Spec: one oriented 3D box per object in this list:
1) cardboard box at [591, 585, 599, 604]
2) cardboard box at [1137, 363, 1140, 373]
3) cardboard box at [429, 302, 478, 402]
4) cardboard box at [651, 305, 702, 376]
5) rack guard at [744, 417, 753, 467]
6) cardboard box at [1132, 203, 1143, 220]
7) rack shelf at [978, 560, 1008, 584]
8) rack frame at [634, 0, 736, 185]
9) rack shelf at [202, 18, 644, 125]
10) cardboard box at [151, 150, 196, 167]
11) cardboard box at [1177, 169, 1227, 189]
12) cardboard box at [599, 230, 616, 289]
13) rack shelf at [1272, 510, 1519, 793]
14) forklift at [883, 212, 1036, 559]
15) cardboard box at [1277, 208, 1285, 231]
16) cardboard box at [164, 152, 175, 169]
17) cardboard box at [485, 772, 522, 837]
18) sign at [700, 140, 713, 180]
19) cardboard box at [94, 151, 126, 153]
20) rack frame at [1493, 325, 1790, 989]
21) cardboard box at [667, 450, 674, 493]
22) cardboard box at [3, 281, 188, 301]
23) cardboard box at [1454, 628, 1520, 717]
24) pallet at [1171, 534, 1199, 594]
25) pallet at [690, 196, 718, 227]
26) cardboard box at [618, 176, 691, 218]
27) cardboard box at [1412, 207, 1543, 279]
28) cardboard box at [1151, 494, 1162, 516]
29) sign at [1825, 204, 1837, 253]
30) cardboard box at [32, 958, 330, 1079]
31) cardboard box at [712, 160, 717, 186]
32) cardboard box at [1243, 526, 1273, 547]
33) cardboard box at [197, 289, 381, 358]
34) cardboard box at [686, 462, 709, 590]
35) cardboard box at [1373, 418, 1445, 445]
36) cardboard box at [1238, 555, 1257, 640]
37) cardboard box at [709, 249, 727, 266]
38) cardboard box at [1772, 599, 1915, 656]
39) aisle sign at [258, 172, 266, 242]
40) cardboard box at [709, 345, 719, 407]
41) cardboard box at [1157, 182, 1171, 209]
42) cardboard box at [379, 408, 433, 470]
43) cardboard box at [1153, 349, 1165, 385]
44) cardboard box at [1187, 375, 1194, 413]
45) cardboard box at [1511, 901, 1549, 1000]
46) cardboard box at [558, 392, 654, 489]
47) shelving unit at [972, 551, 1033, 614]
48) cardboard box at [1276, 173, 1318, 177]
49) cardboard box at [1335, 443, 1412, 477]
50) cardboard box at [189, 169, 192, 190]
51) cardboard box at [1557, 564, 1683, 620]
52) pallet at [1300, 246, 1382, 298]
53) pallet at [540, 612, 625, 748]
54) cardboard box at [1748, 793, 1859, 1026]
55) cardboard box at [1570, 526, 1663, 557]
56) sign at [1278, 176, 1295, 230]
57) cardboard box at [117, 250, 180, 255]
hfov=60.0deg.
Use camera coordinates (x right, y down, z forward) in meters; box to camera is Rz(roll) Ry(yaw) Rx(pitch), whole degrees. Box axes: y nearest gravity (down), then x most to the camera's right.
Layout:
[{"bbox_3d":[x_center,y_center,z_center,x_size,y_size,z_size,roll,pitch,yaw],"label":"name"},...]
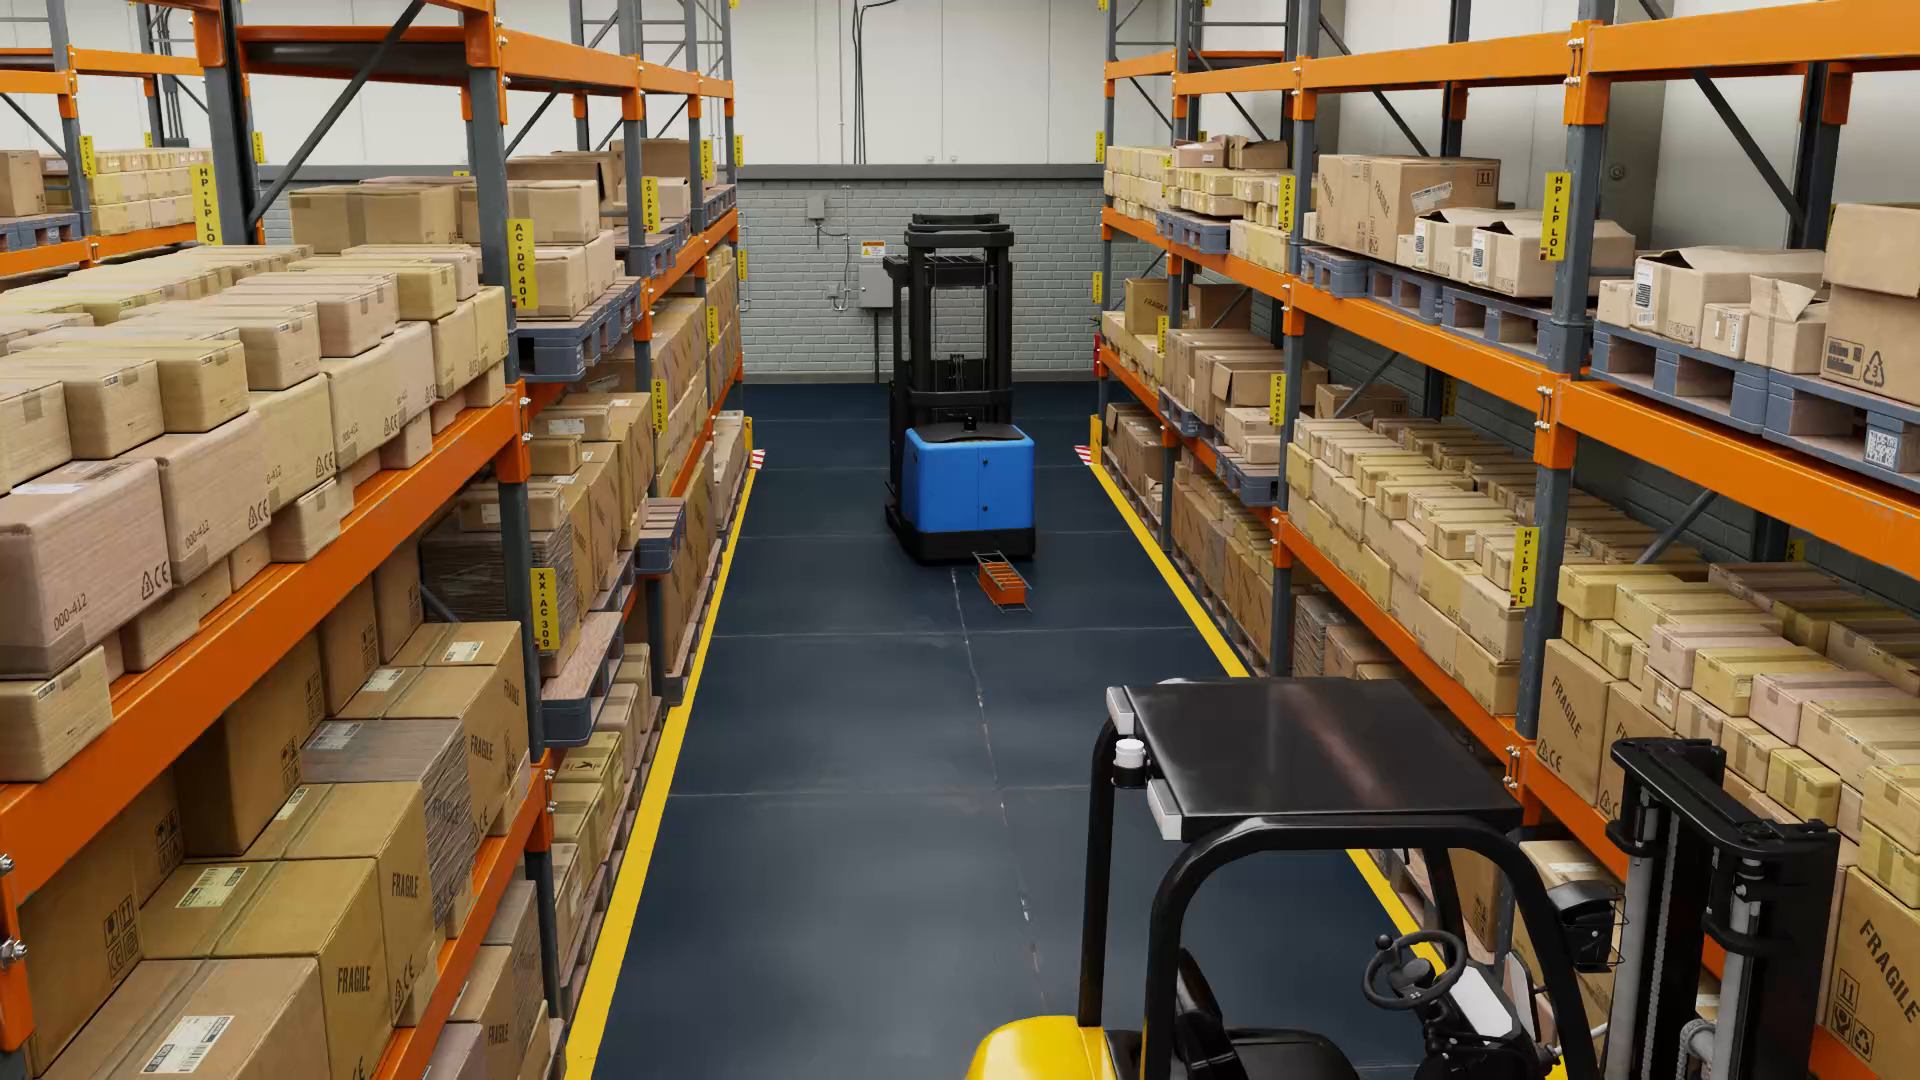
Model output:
[{"bbox_3d":[-1.962,0.216,8.051,0.380,0.149,0.250,-1,14,-3],"label":"cardboard box"},{"bbox_3d":[1.954,-1.707,16.369,0.380,0.149,0.250,-1,14,-4],"label":"cardboard box"},{"bbox_3d":[-1.826,-0.595,5.227,0.500,0.250,0.500,-1,14,-4],"label":"cardboard box"},{"bbox_3d":[-2.332,-1.589,13.197,0.500,0.500,0.500,-1,14,-2],"label":"cardboard box"},{"bbox_3d":[-2.899,-1.082,18.452,1.175,0.500,0.348,-1,14,-3],"label":"rack guard"},{"bbox_3d":[1.862,-3.168,16.026,0.380,0.149,0.250,-1,14,-2],"label":"cardboard box"},{"bbox_3d":[0.277,0.265,13.832,0.258,0.180,0.103,-3,15,-11],"label":"rack shelf"},{"bbox_3d":[-2.898,-5.192,17.369,1.000,3.000,0.127,-1,14,-3],"label":"rack frame"},{"bbox_3d":[-2.278,-2.163,7.843,1.077,0.370,4.000,-1,14,-3],"label":"rack shelf"},{"bbox_3d":[-7.471,-3.603,15.712,0.380,0.149,0.250,-1,14,-2],"label":"cardboard box"},{"bbox_3d":[1.946,-2.886,13.291,0.380,0.149,0.250,-1,14,-4],"label":"cardboard box"},{"bbox_3d":[-1.876,-1.288,7.675,0.500,0.250,0.500,-1,14,-4],"label":"cardboard box"},{"bbox_3d":[2.676,0.471,8.842,1.077,0.370,4.000,-1,14,-3],"label":"rack shelf"},{"bbox_3d":[-0.112,-1.573,15.480,1.130,2.935,3.031,-3,15,-10],"label":"forklift"},{"bbox_3d":[2.293,-2.097,10.861,0.380,0.149,0.250,-1,14,-5],"label":"cardboard box"},{"bbox_3d":[-7.423,-3.474,15.210,0.380,0.149,0.250,-1,14,-5],"label":"cardboard box"},{"bbox_3d":[-1.808,0.957,6.016,0.380,0.149,0.250,-1,14,-2],"label":"cardboard box"},{"bbox_3d":[-2.109,-3.158,13.815,0.100,0.325,0.005,-1,14,-3],"label":"sign"},{"bbox_3d":[-7.973,-3.529,15.425,0.380,0.149,0.250,0,14,-2],"label":"cardboard box"},{"bbox_3d":[2.799,0.620,6.819,1.000,3.000,0.127,-1,14,-3],"label":"rack frame"},{"bbox_3d":[-2.231,-0.477,11.386,0.500,0.250,0.500,-1,14,-5],"label":"cardboard box"},{"bbox_3d":[-2.325,-0.613,4.496,0.380,0.149,0.250,-1,14,-4],"label":"cardboard box"},{"bbox_3d":[2.507,0.572,7.309,0.500,0.250,0.500,-1,14,-2],"label":"cardboard box"},{"bbox_3d":[2.392,0.183,14.116,1.003,0.211,1.213,-1,14,-3],"label":"pallet"},{"bbox_3d":[-2.690,-2.905,14.679,1.003,0.211,1.213,-1,14,-3],"label":"pallet"},{"bbox_3d":[-2.386,-2.689,12.996,0.500,0.311,0.500,-1,14,-3],"label":"cardboard box"},{"bbox_3d":[2.464,-1.408,7.819,0.500,0.311,0.500,-1,14,-5],"label":"cardboard box"},{"bbox_3d":[1.976,-0.326,15.376,0.380,0.149,0.250,-1,14,-5],"label":"cardboard box"},{"bbox_3d":[3.353,-1.130,6.406,0.100,0.325,0.005,-1,14,-3],"label":"sign"},{"bbox_3d":[-1.694,1.249,3.577,0.500,0.500,0.500,0,14,-2],"label":"cardboard box"},{"bbox_3d":[-2.780,-3.808,17.268,0.500,0.250,0.500,-2,15,-9],"label":"cardboard box"},{"bbox_3d":[2.277,0.000,12.103,0.380,0.149,0.250,0,14,-2],"label":"cardboard box"},{"bbox_3d":[-1.726,-0.560,4.290,0.380,0.149,0.250,-1,14,-3],"label":"cardboard box"},{"bbox_3d":[-2.468,-0.089,12.996,0.875,0.875,0.875,0,14,-2],"label":"cardboard box"},{"bbox_3d":[2.774,-0.659,10.290,0.380,0.149,0.250,0,14,-2],"label":"cardboard box"},{"bbox_3d":[2.290,0.406,11.825,0.500,0.500,0.500,-1,14,-4],"label":"cardboard box"},{"bbox_3d":[-2.562,-2.858,16.830,0.380,0.149,0.250,-1,14,-2],"label":"cardboard box"},{"bbox_3d":[3.125,0.317,5.898,0.380,0.149,0.250,-1,14,-4],"label":"cardboard box"},{"bbox_3d":[-7.537,-3.467,17.487,0.394,0.787,0.004,-1,14,-3],"label":"aisle sign"},{"bbox_3d":[-2.418,-1.461,14.707,0.500,0.500,0.500,0,14,-2],"label":"cardboard box"},{"bbox_3d":[2.024,-3.010,14.611,0.500,0.250,0.500,-1,14,-3],"label":"cardboard box"},{"bbox_3d":[-1.781,-0.303,4.893,0.380,0.149,0.250,0,14,-2],"label":"cardboard box"},{"bbox_3d":[2.029,-1.564,15.011,0.500,0.250,0.500,-1,14,-2],"label":"cardboard box"},{"bbox_3d":[2.007,-1.156,13.150,0.396,0.266,0.258,0,14,-1],"label":"cardboard box"},{"bbox_3d":[2.521,1.632,6.561,0.500,0.250,0.500,-1,14,-4],"label":"cardboard box"},{"bbox_3d":[-2.097,-0.584,9.860,0.500,0.500,0.500,-1,14,-5],"label":"cardboard box"},{"bbox_3d":[0.333,0.334,13.562,0.258,0.189,1.200,-3,15,-11],"label":"shelving unit"},{"bbox_3d":[2.560,-2.640,12.337,0.380,0.149,0.250,-1,14,-2],"label":"cardboard box"},{"bbox_3d":[2.366,-0.459,9.510,0.380,0.149,0.250,-1,14,-3],"label":"cardboard box"},{"bbox_3d":[-7.488,-3.442,15.885,0.500,0.250,0.500,-1,14,-3],"label":"cardboard box"},{"bbox_3d":[2.523,0.198,6.363,0.380,0.149,0.250,-1,14,-2],"label":"cardboard box"},{"bbox_3d":[2.683,-1.568,9.685,1.213,0.211,1.003,0,14,-1],"label":"pallet"},{"bbox_3d":[-2.057,0.598,7.289,1.003,0.211,1.213,-1,14,-3],"label":"pallet"},{"bbox_3d":[2.658,1.067,4.883,0.500,0.500,0.500,-1,14,-3],"label":"cardboard box"},{"bbox_3d":[3.013,0.037,7.583,0.380,0.149,0.250,-1,14,-4],"label":"cardboard box"},{"bbox_3d":[2.010,-2.070,10.217,0.100,0.325,0.005,-1,14,-3],"label":"sign"},{"bbox_3d":[-8.032,-2.621,16.611,0.500,0.500,0.500,0,14,-2],"label":"cardboard box"}]
